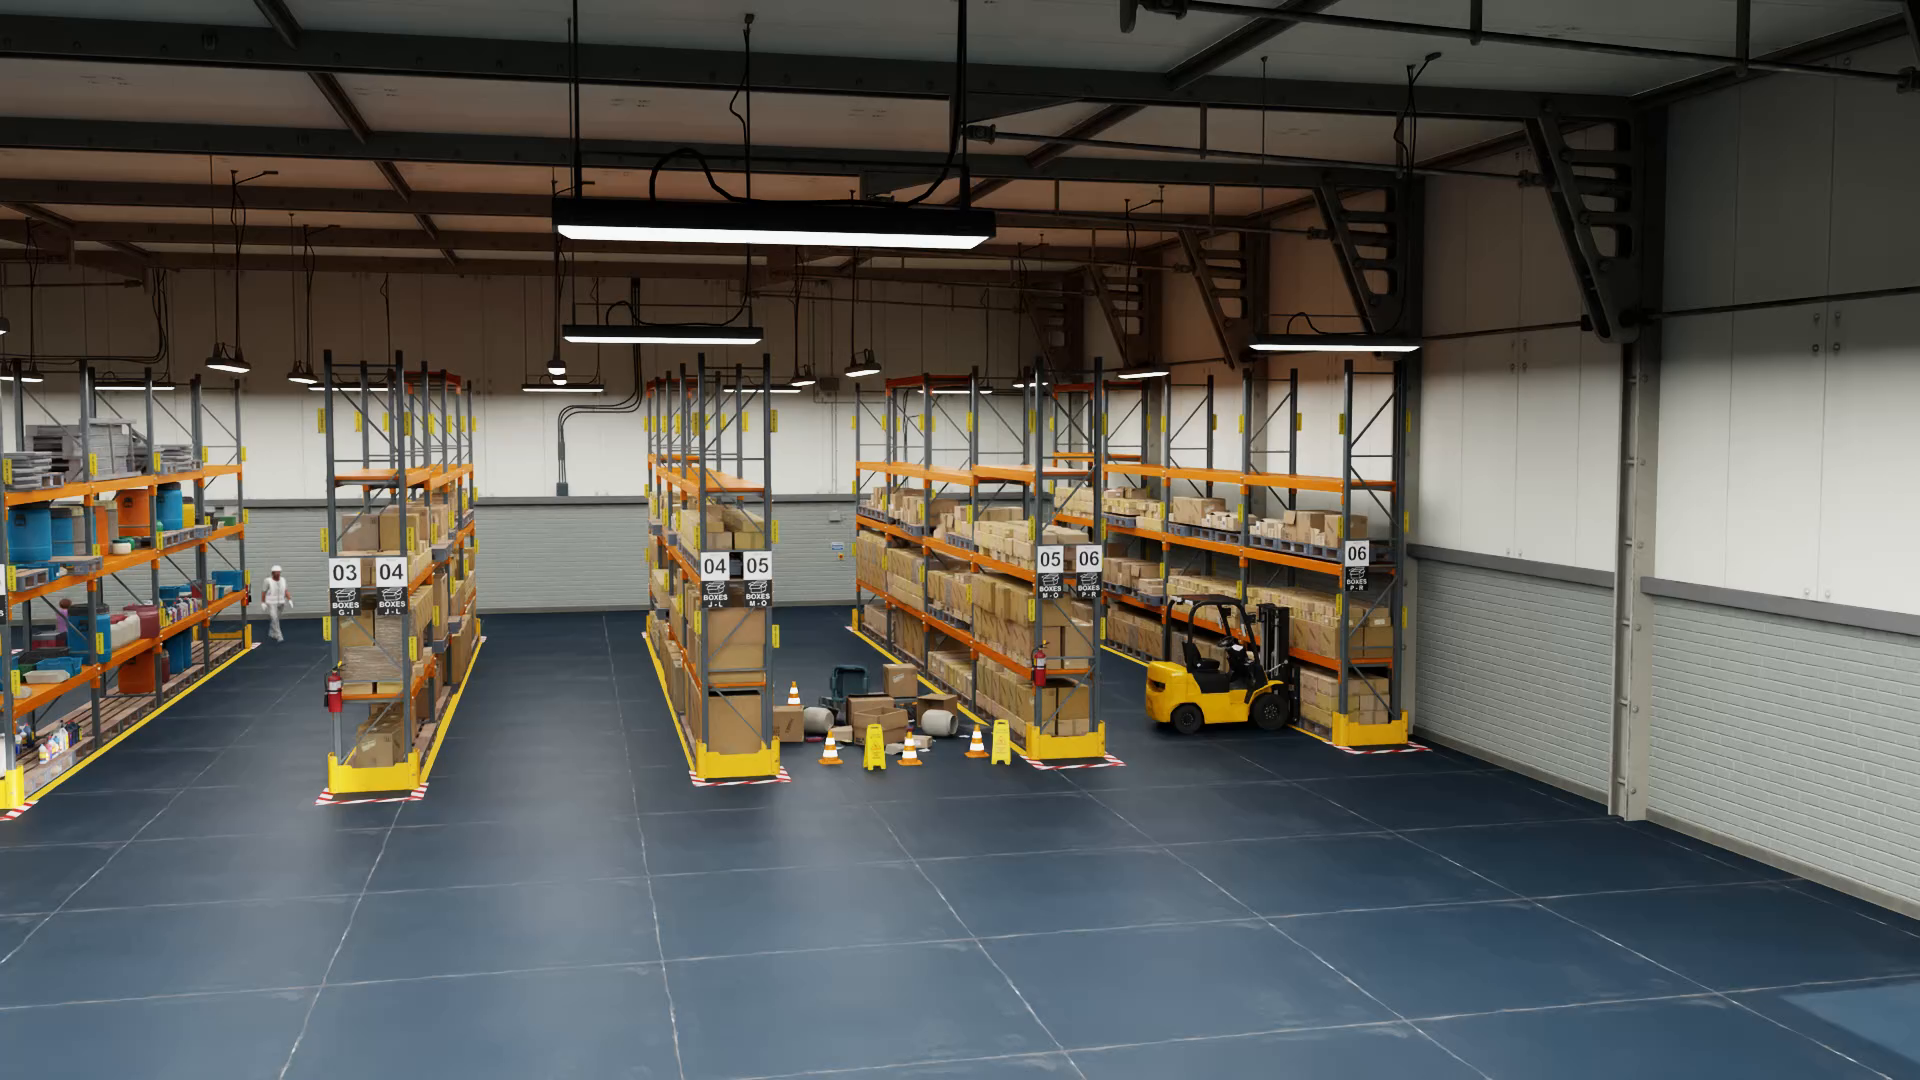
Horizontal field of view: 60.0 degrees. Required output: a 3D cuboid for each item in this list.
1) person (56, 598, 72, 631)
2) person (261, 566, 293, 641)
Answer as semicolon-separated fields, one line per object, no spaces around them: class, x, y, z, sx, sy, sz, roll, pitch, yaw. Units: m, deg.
person;-17.545;1.933;32.645;0.459;1.596;0.376;1;4;14
person;-15.767;1.445;38.361;1.113;1.716;0.604;4;5;43
